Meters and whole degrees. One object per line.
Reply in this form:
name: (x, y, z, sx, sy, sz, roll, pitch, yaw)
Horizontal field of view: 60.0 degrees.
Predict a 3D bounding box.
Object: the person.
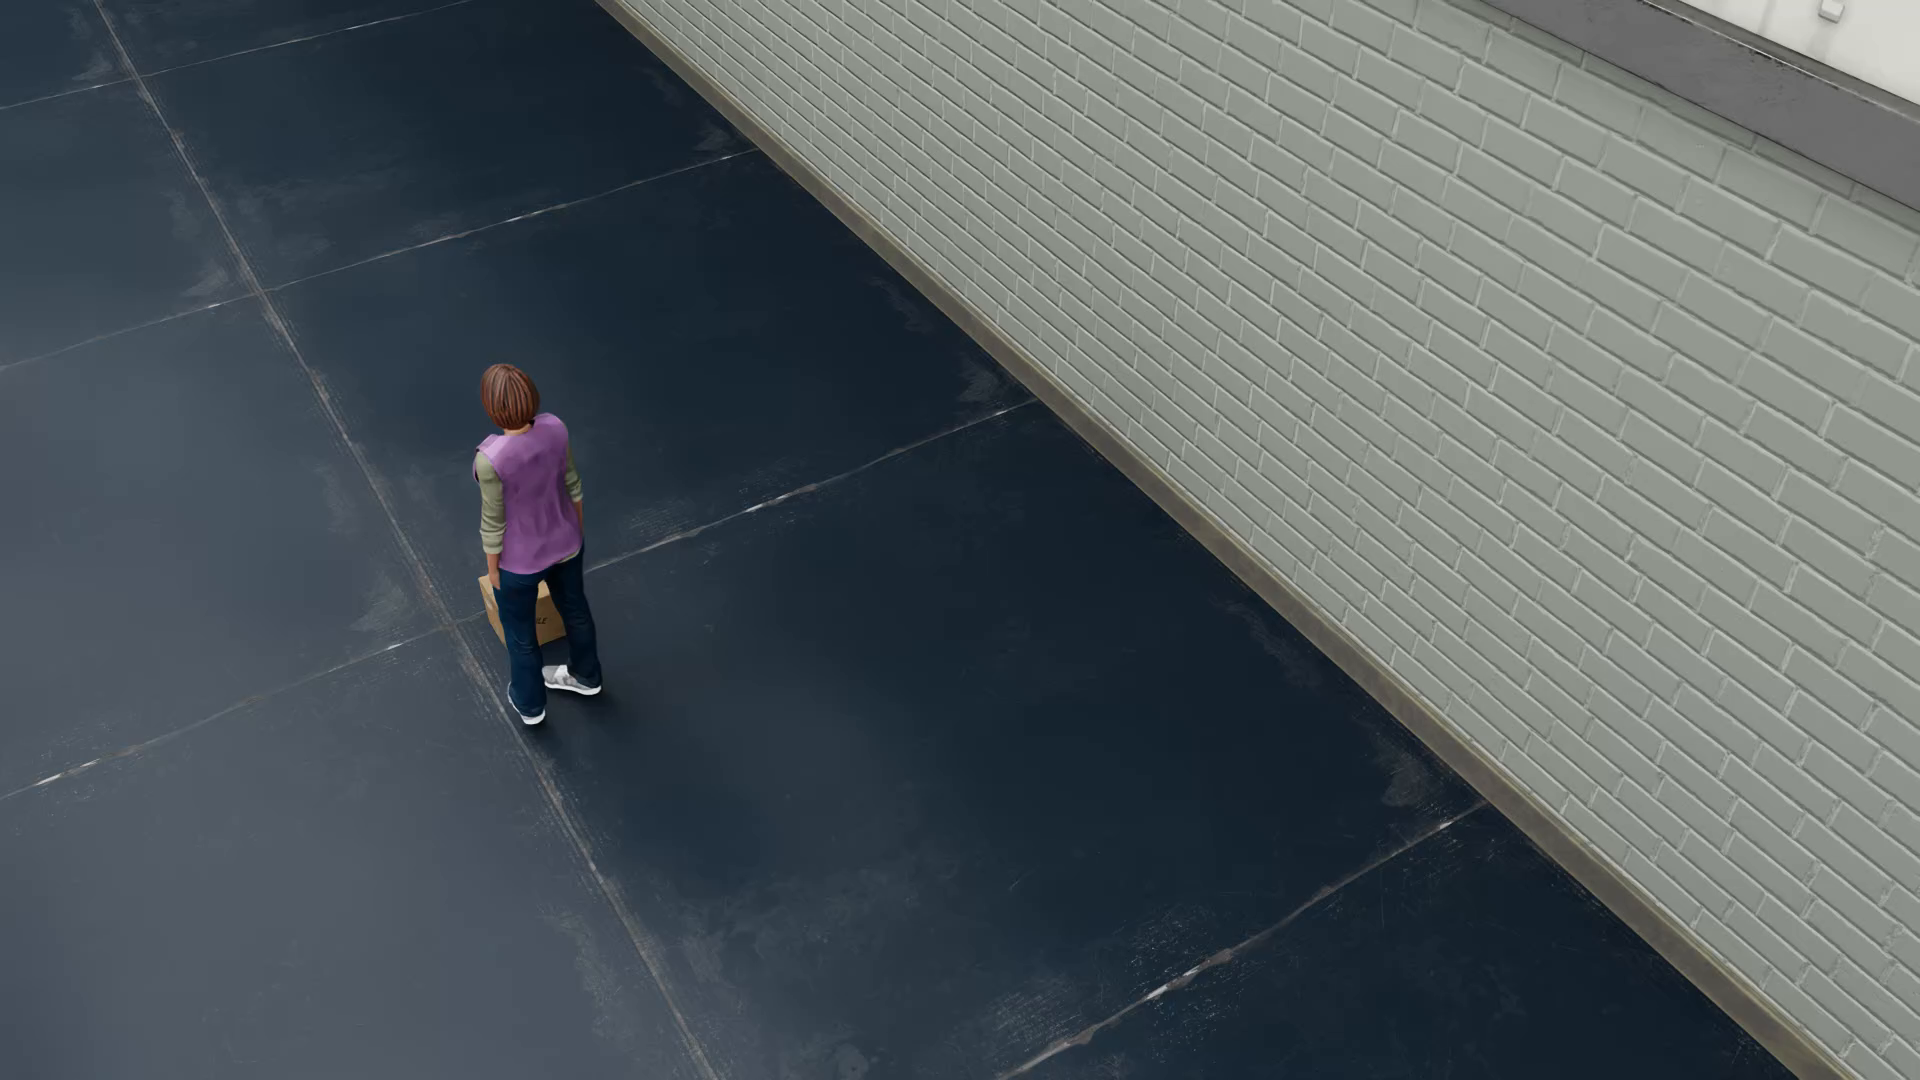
person: (-1.580, 0.019, 6.130, 0.449, 1.610, 0.373, -33, 51, -32)
